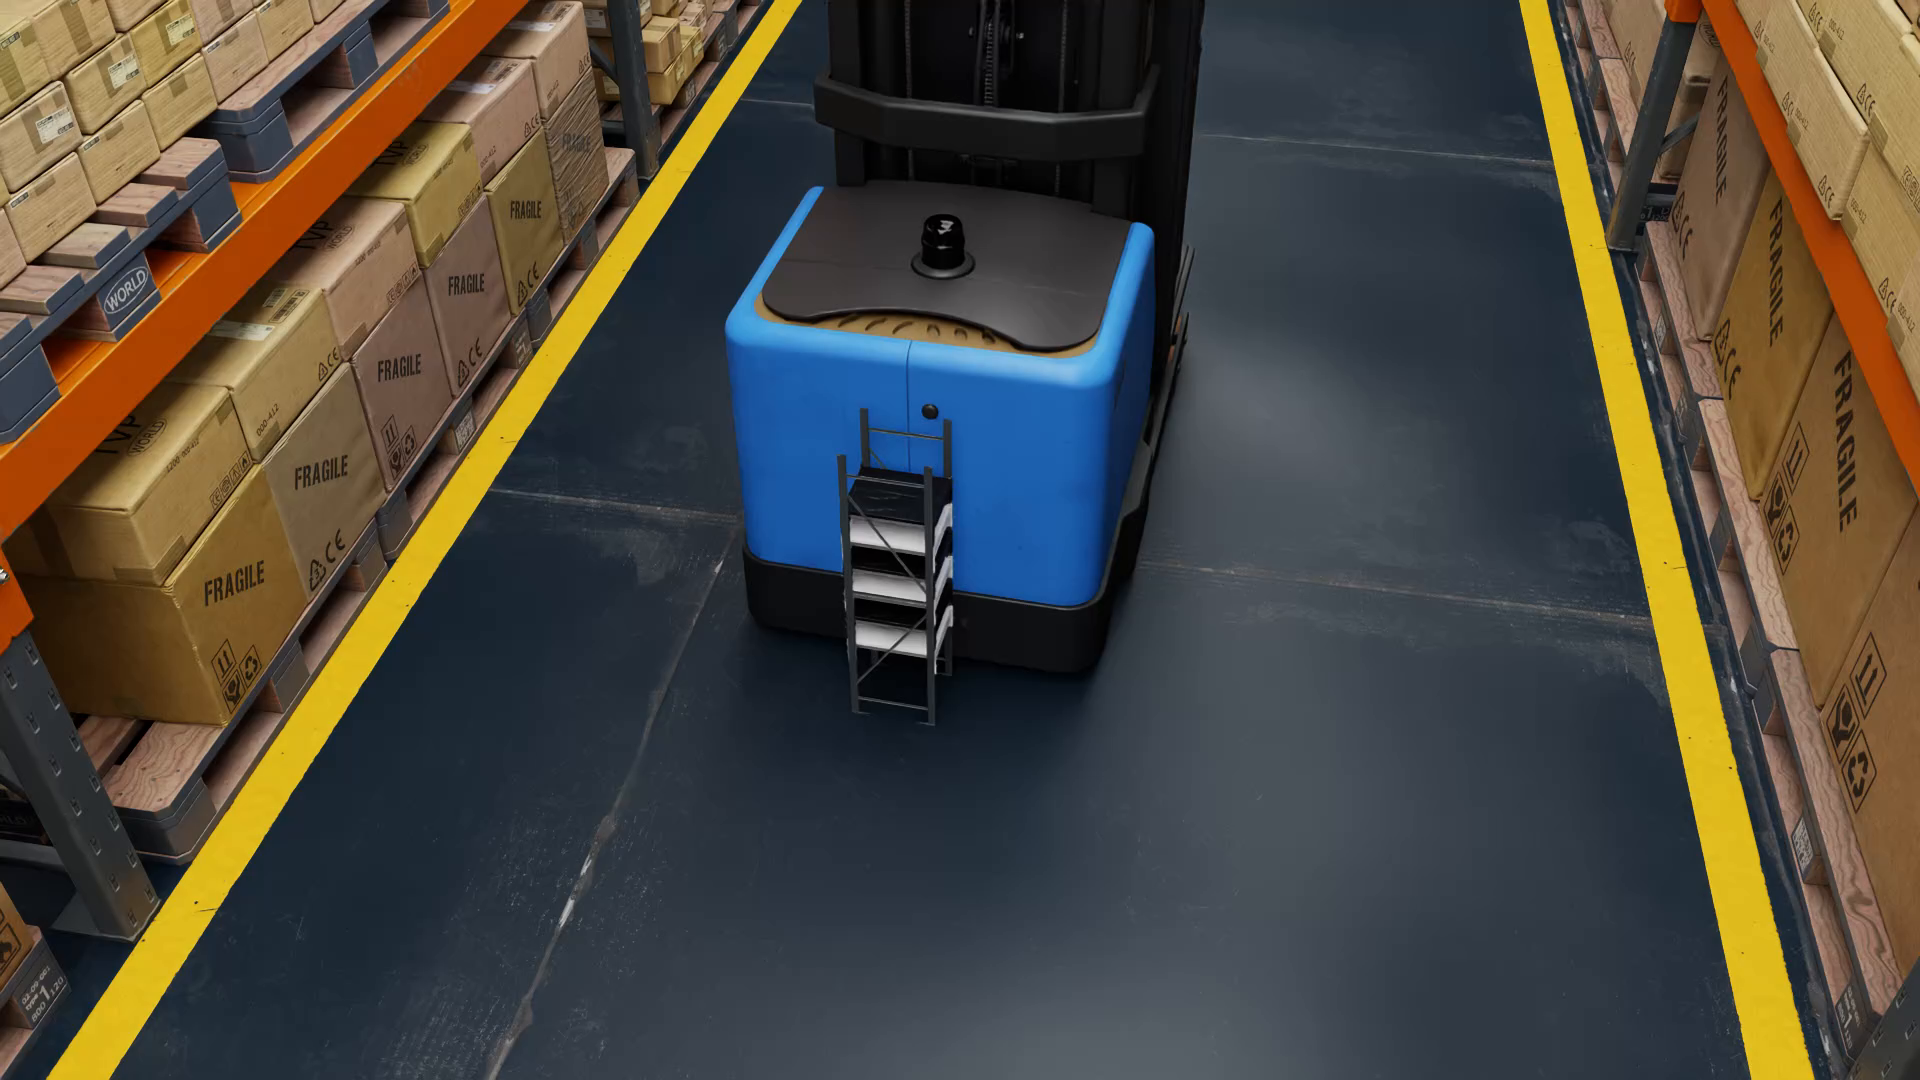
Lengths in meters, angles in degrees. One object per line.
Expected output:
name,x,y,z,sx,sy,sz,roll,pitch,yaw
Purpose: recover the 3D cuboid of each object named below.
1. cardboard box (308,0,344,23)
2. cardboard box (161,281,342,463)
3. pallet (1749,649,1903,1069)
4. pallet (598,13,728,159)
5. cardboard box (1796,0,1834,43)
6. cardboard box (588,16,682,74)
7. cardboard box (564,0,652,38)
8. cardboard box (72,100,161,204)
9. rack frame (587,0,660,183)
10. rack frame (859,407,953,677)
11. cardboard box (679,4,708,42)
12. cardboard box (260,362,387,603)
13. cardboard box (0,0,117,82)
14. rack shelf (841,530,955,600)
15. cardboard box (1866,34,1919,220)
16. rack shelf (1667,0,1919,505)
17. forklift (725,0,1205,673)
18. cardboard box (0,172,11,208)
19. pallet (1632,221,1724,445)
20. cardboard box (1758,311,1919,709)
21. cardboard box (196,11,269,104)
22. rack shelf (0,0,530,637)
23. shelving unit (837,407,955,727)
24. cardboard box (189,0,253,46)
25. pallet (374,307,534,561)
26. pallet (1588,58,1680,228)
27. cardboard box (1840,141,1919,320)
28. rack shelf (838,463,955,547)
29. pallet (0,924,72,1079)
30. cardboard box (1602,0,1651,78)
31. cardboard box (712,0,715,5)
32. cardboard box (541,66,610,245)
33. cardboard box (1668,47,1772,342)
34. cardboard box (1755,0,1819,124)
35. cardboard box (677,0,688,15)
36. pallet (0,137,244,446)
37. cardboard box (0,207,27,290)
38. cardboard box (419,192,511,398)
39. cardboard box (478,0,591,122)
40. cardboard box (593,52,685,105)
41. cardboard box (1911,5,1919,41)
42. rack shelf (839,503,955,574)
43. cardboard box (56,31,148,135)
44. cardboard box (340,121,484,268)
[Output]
cardboard box,-1.943,-1.583,4.678,0.380,0.149,0.250,5,40,6
cardboard box,-2.048,-0.476,4.515,0.500,0.250,0.500,6,40,7
pallet,2.610,0.807,4.109,1.003,0.211,1.213,6,40,8
pallet,-1.720,-2.125,7.655,1.003,0.211,1.213,6,40,8
cardboard box,2.562,-1.538,4.481,0.500,0.250,0.500,7,40,8
cardboard box,-1.423,-2.144,7.164,0.380,0.149,0.250,8,40,10
cardboard box,-1.537,-2.260,7.070,0.380,0.149,0.250,8,40,9
cardboard box,-2.124,-0.925,3.883,0.380,0.149,0.250,8,40,10
rack frame,-1.801,-2.774,6.251,1.000,3.000,0.127,6,40,8
rack frame,-0.139,0.027,4.511,0.240,0.900,0.006,8,40,10
cardboard box,-1.384,-2.359,7.657,0.380,0.149,0.250,6,40,7
cardboard box,-2.036,-0.194,4.763,0.500,0.500,0.500,7,40,8
cardboard box,-2.132,-1.149,3.687,0.380,0.149,0.250,6,40,7
rack shelf,-0.162,0.047,4.398,0.258,0.077,0.200,8,40,10
cardboard box,2.387,-0.894,3.703,0.500,0.250,0.500,5,40,7
rack shelf,2.746,-0.759,4.379,1.077,0.370,4.000,6,40,8
forklift,0.209,-1.701,5.007,1.130,2.935,3.031,8,40,10
cardboard box,-2.212,-0.725,3.407,0.380,0.149,0.250,8,40,10
pallet,3.033,-0.725,5.961,1.003,0.211,1.213,6,40,8
cardboard box,2.759,-0.108,4.365,0.875,0.875,0.875,7,40,8
cardboard box,-2.035,-1.262,4.290,0.380,0.149,0.250,8,40,9
rack shelf,-2.147,-1.242,4.963,1.077,0.370,4.000,6,40,8
shelving unit,-0.162,0.090,4.435,0.258,0.900,0.210,8,40,10
cardboard box,-2.037,-1.378,4.196,0.380,0.149,0.250,6,40,8
pallet,-2.143,-0.443,5.620,1.003,0.211,1.213,6,40,8
pallet,3.300,-1.686,7.123,1.003,0.211,1.213,6,40,8
cardboard box,2.407,-0.706,3.868,0.500,0.250,0.500,6,40,7
rack shelf,-0.162,-0.092,4.284,0.258,0.077,0.200,8,40,10
pallet,-2.704,1.297,3.515,1.003,0.211,1.213,6,40,8
cardboard box,3.461,-2.410,7.493,0.875,0.438,0.875,5,40,6
cardboard box,-1.377,-2.697,8.065,0.380,0.149,0.250,5,40,6
cardboard box,-1.681,-1.480,6.319,0.500,0.500,0.500,6,40,7
cardboard box,3.063,-1.237,5.730,0.875,0.875,0.875,8,40,9
cardboard box,2.563,-1.342,4.637,0.500,0.250,0.500,6,40,7
cardboard box,-1.461,-2.470,7.558,0.380,0.149,0.250,6,40,7
pallet,-2.475,-0.649,3.831,1.213,0.211,1.003,6,40,8
cardboard box,-2.217,-0.588,3.474,0.380,0.149,0.250,6,40,7
cardboard box,-1.863,-0.837,5.541,0.500,0.500,0.500,6,40,7
cardboard box,-1.681,-1.766,6.076,0.500,0.250,0.500,5,40,6
cardboard box,-1.422,-2.030,7.260,0.380,0.149,0.250,5,40,6
cardboard box,2.405,-1.193,3.475,0.500,0.500,0.500,6,40,8
rack shelf,-0.162,-0.023,4.341,0.258,0.077,0.200,8,40,10
cardboard box,-2.124,-1.063,3.816,0.380,0.149,0.250,5,40,6
cardboard box,-1.860,-1.112,5.285,0.500,0.250,0.500,5,40,6
